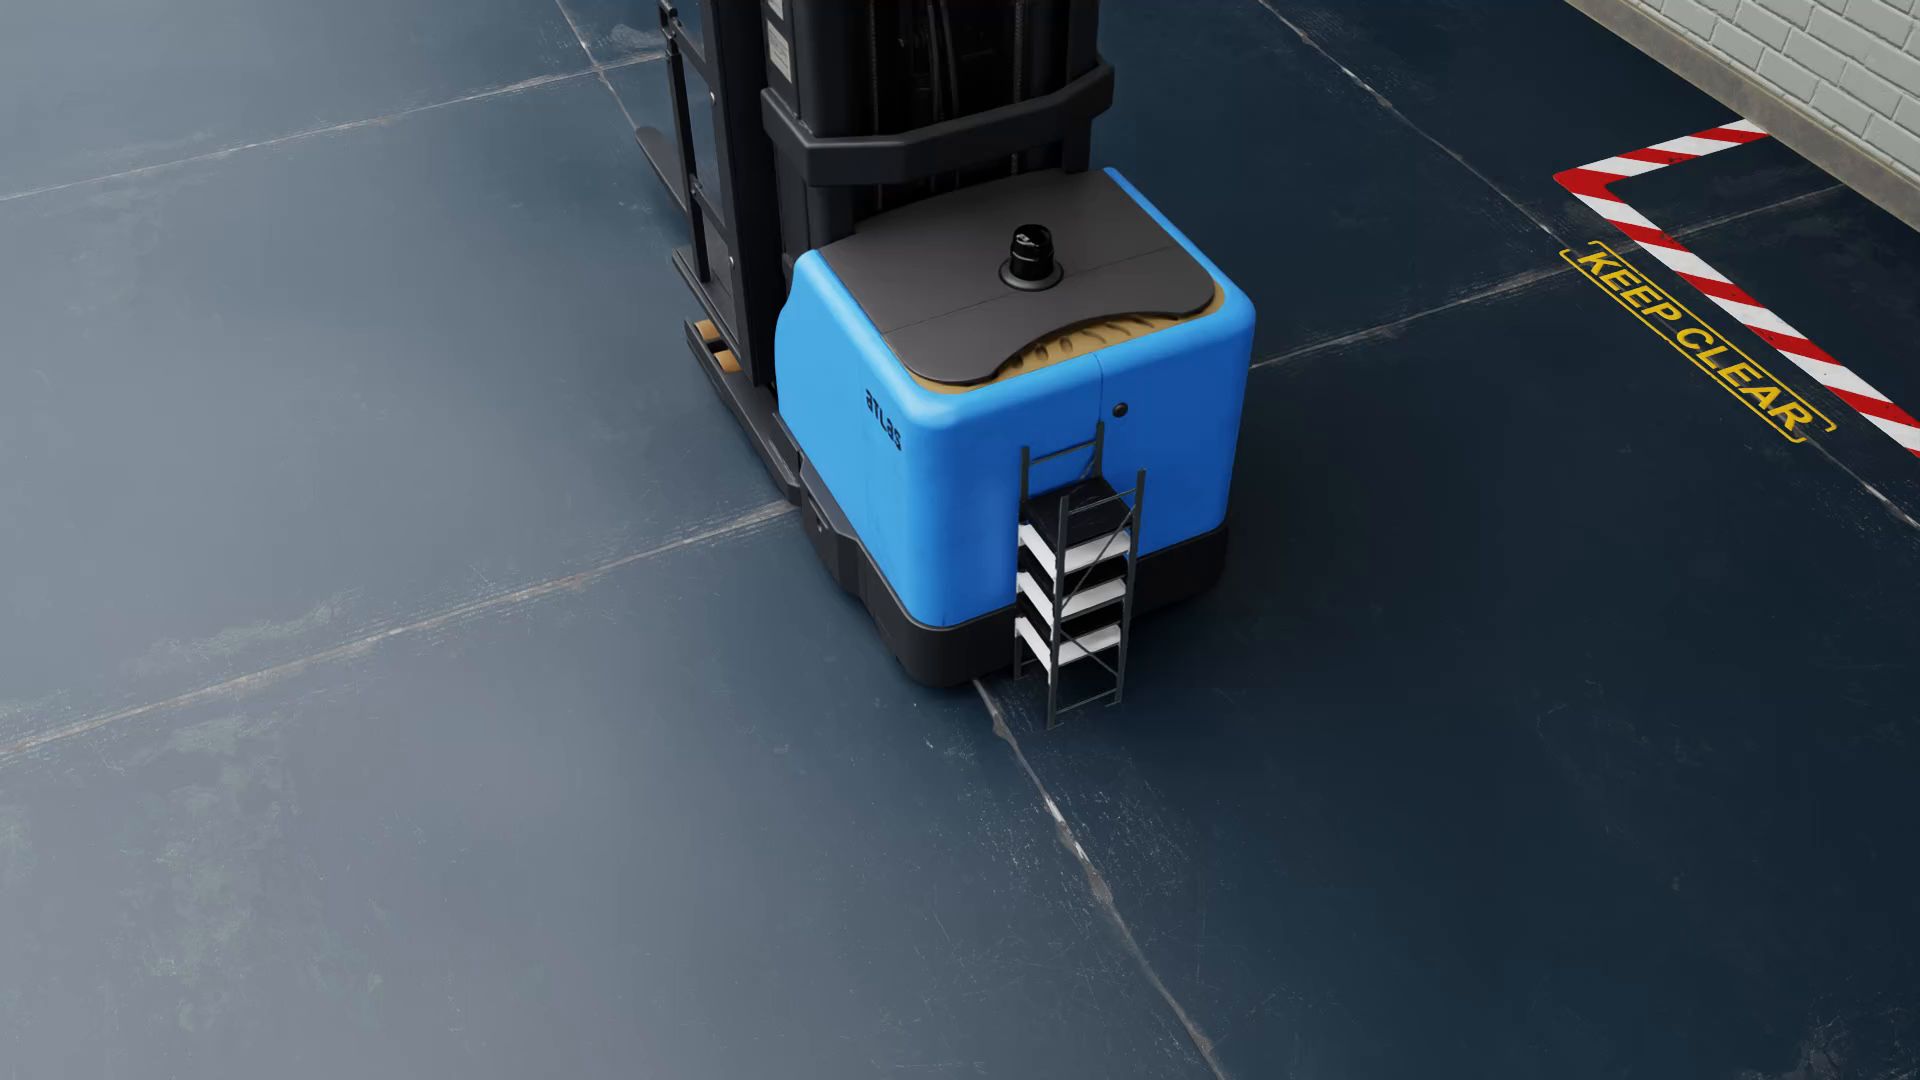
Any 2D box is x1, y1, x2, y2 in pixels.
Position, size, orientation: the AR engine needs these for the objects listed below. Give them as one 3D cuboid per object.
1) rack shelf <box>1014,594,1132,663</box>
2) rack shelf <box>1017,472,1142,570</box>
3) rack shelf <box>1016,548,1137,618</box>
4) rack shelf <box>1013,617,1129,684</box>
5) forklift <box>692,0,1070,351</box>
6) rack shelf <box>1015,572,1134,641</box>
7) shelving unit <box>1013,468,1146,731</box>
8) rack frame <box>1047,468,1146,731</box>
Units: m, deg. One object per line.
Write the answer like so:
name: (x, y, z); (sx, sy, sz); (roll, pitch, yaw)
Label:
rack shelf: (0.310, 0.204, 4.578); (0.258, 0.077, 0.200); (-19, 48, -19)
rack shelf: (0.310, -0.052, 4.325); (0.258, 0.077, 0.200); (-19, 48, -19)
rack shelf: (0.310, 0.076, 4.451); (0.258, 0.077, 0.200); (-19, 48, -19)
rack shelf: (-1.149, -6.586, 11.729); (6.446, 0.275, 19.149); (-19, 48, -19)
forklift: (-0.306, -1.665, 4.850); (1.121, 2.935, 3.031); (-19, 48, -19)
rack shelf: (0.310, 0.140, 4.514); (0.258, 0.077, 0.200); (-19, 48, -19)
shelving unit: (-1.148, -6.807, 11.508); (6.446, 0.900, 19.154); (-19, 48, -19)
rack frame: (0.355, 0.181, 4.426); (0.240, 0.900, 0.006); (-19, 48, -19)
